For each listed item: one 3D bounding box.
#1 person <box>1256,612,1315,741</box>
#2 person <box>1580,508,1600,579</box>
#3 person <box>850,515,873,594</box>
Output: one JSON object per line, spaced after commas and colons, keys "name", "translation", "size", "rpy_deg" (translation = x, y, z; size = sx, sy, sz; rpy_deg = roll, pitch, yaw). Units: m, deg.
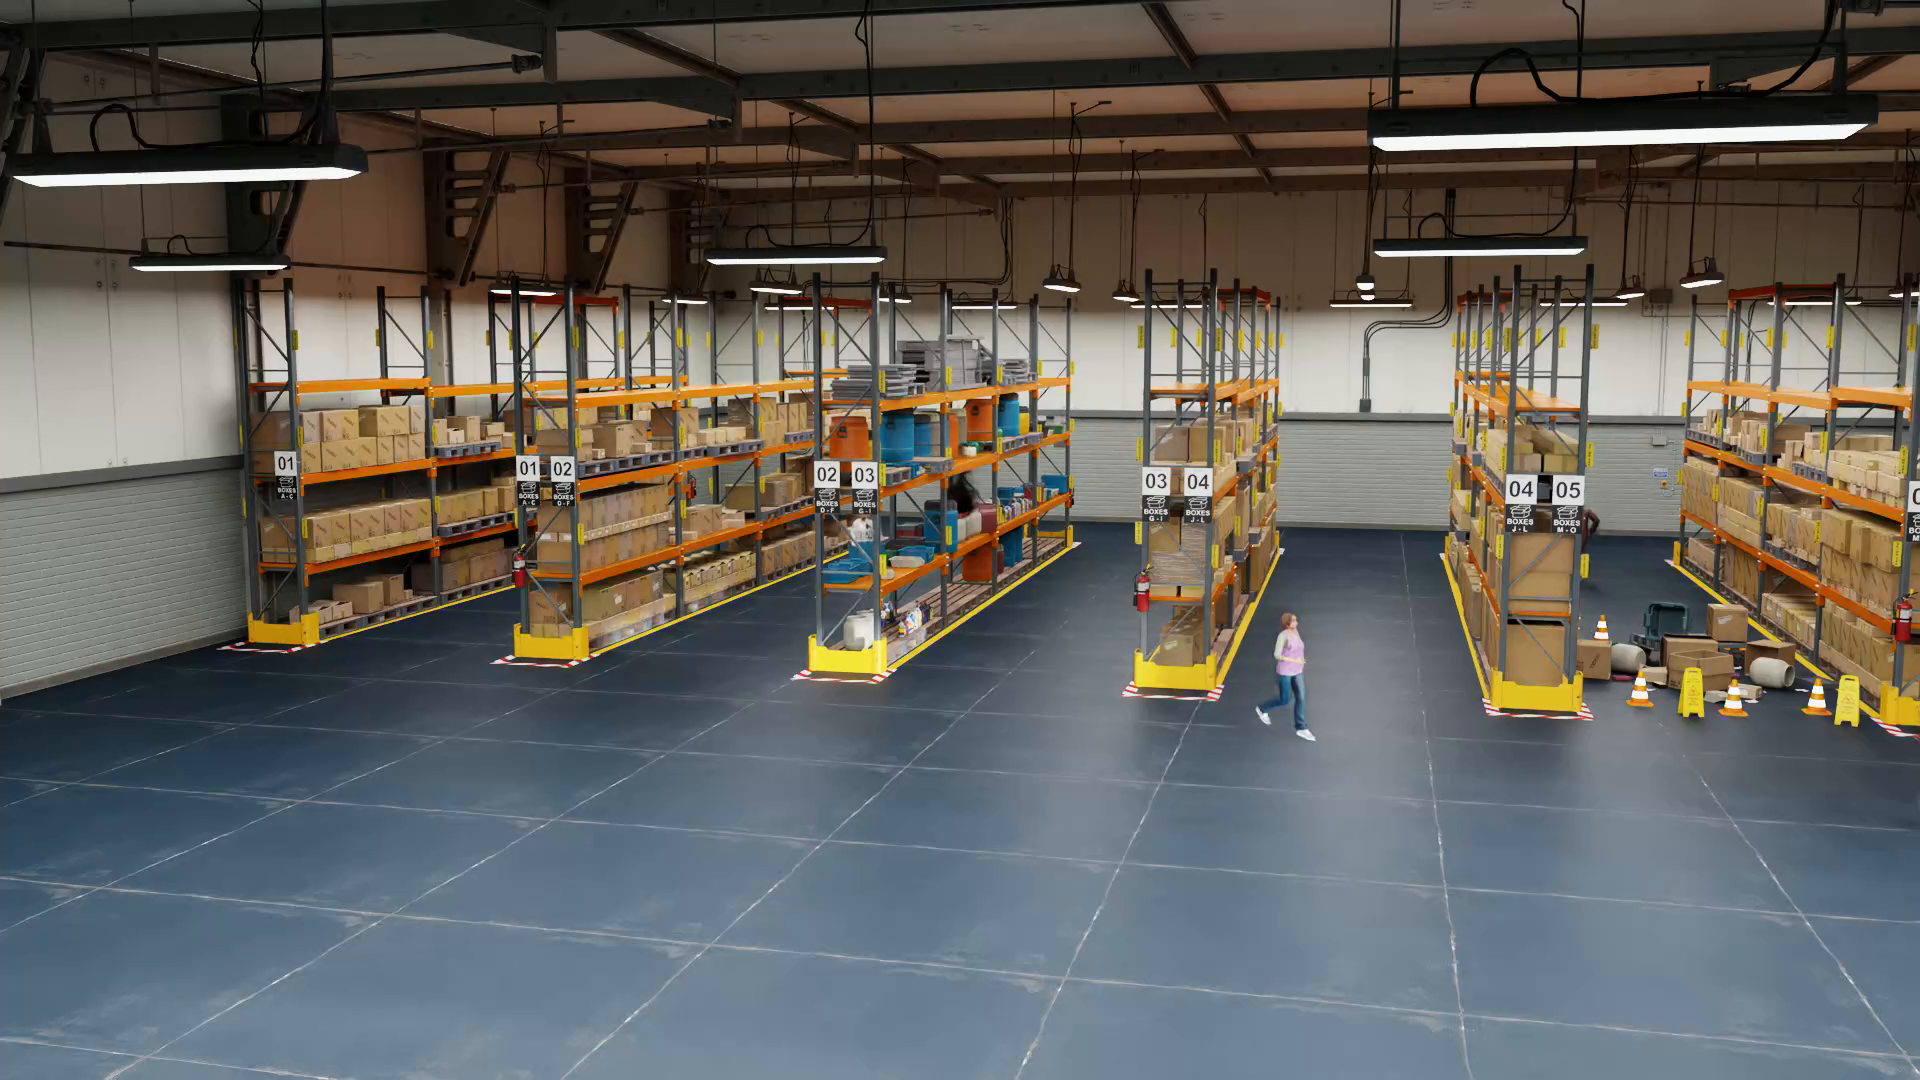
{"name": "person", "translation": [4.142, 1.694, 21.013], "size": [0.546, 1.595, 0.845], "rpy_deg": [-6, 9, -42]}
{"name": "person", "translation": [12.942, -0.055, 34.865], "size": [0.683, 1.749, 0.712], "rpy_deg": [-1, 7, -5]}
{"name": "person", "translation": [-1.808, 0.175, 31.039], "size": [0.645, 1.683, 0.503], "rpy_deg": [2, 7, 18]}
